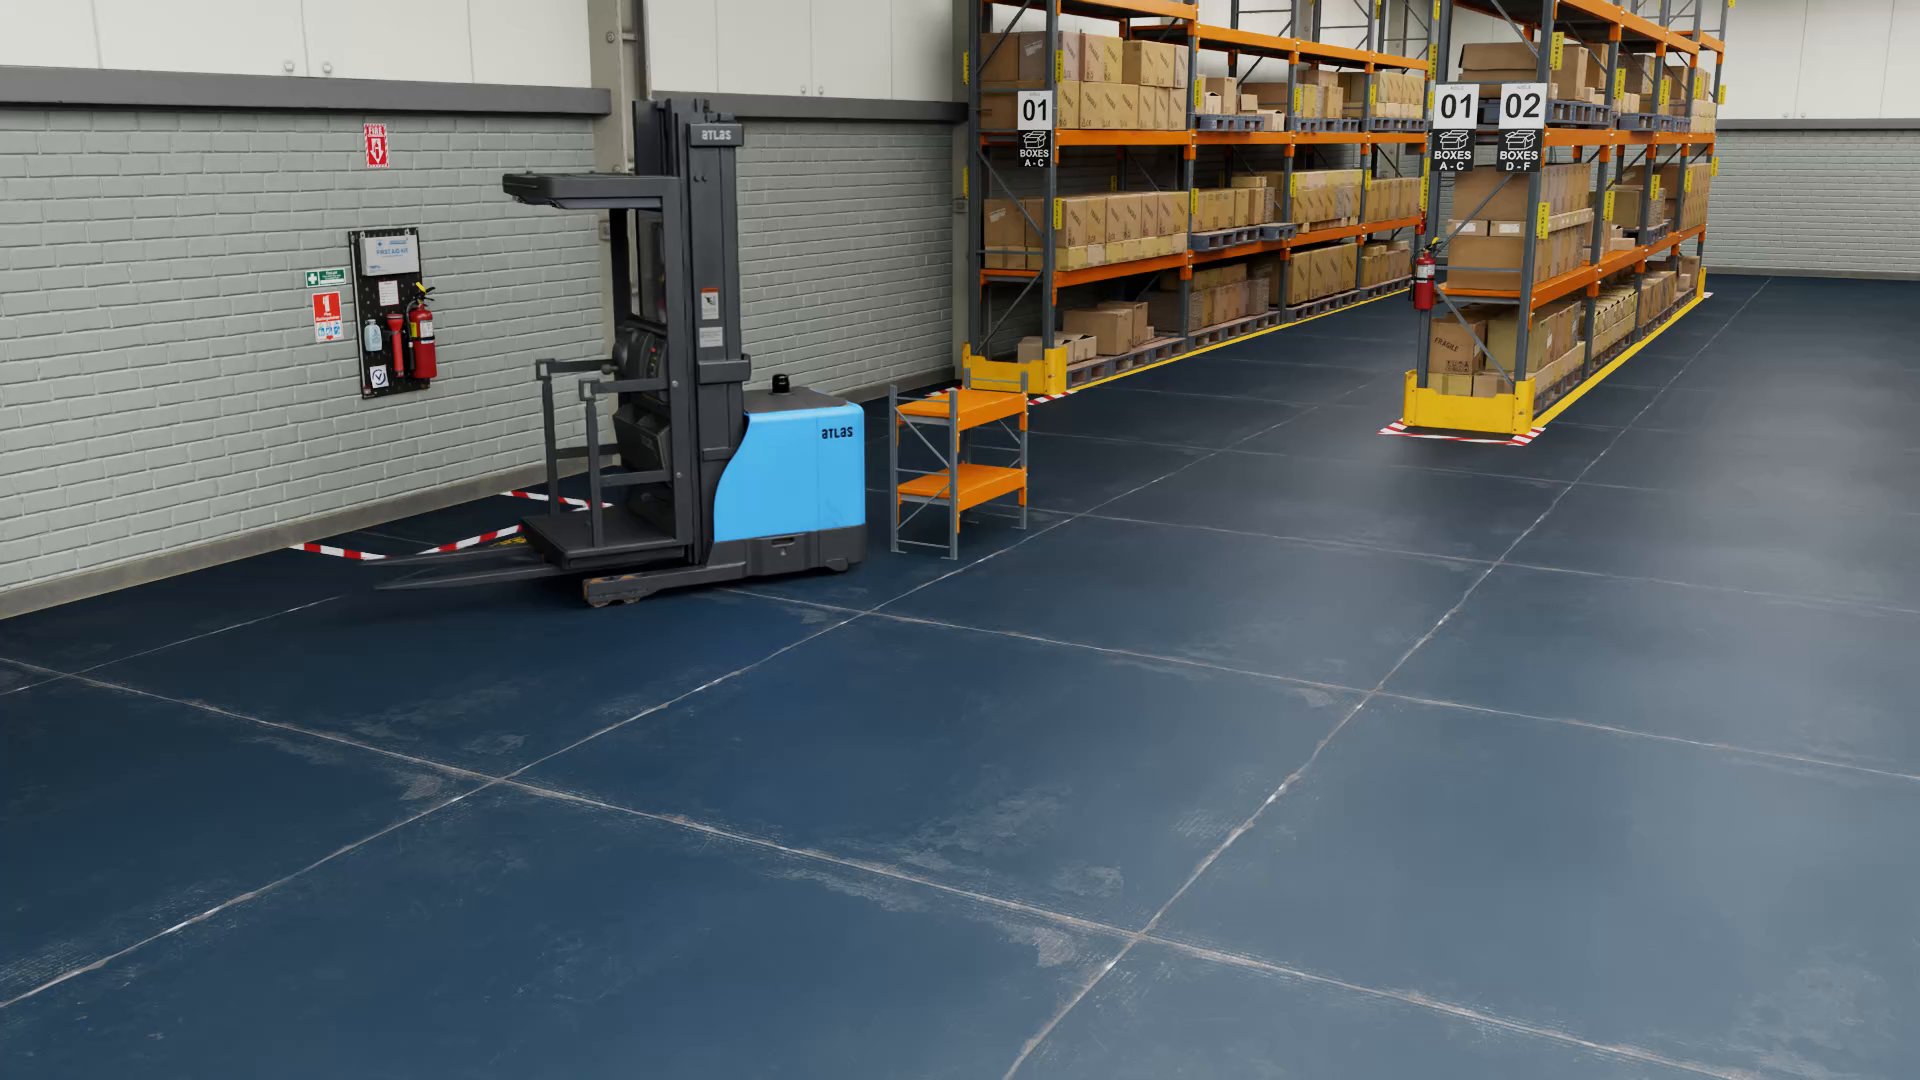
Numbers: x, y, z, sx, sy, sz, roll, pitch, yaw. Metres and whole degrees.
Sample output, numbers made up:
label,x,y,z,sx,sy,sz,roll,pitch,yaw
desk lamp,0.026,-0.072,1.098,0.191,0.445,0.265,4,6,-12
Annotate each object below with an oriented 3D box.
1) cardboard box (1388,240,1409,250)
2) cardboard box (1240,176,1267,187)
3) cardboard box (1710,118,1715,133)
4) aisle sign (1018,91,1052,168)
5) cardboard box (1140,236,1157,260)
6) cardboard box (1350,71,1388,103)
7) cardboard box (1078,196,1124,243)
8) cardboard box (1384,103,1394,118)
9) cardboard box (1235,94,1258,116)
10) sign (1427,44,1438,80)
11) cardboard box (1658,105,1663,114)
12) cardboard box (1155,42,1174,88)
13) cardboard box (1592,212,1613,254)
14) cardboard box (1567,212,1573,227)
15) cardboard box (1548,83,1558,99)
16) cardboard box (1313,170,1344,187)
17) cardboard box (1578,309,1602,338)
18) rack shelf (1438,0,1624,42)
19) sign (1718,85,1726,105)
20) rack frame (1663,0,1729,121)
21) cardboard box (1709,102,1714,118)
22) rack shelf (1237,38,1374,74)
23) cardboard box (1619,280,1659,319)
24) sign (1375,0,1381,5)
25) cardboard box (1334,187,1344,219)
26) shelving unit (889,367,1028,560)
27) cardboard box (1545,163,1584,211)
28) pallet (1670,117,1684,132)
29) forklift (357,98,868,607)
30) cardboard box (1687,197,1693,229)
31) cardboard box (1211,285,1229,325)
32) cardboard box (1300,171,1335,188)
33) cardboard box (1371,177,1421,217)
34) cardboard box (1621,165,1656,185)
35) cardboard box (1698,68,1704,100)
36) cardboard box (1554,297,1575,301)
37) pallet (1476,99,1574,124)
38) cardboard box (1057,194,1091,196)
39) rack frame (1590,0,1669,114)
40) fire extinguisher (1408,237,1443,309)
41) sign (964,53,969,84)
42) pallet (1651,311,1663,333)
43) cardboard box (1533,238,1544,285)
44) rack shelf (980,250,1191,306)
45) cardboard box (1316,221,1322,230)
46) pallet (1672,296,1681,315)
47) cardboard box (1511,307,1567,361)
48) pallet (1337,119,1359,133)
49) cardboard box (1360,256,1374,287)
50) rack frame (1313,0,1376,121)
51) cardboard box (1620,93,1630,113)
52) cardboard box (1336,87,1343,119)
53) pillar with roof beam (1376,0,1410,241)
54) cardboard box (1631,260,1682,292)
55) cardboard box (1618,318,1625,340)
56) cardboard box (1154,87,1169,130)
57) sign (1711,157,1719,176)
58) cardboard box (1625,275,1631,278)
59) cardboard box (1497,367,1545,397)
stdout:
label,x,y,z,sx,sy,sz,roll,pitch,yaw
cardboard box,8.141,-5.498,30.992,0.380,0.149,0.250,7,15,27
cardboard box,4.286,-5.258,24.407,0.380,0.149,0.250,5,15,21
cardboard box,12.615,-7.085,28.442,0.500,0.250,0.500,7,15,28
aisle sign,0.787,-4.328,17.539,0.394,0.787,0.004,7,15,28
cardboard box,2.052,-3.533,20.064,0.500,0.250,0.500,7,15,28
cardboard box,6.950,-7.692,28.250,0.500,0.500,0.500,7,15,28
cardboard box,1.556,-3.684,19.091,0.500,0.500,0.500,7,15,26
cardboard box,7.184,-7.428,28.754,0.500,0.250,0.500,7,15,27
cardboard box,3.719,-6.017,23.428,0.797,0.503,0.637,10,17,36
sign,4.429,-4.467,15.541,0.100,0.325,0.005,7,15,28
cardboard box,9.193,-5.899,22.987,0.910,0.500,0.500,7,15,28
cardboard box,2.231,-5.688,19.939,0.500,0.500,0.500,8,16,31
cardboard box,7.968,-3.896,21.081,0.500,0.500,0.500,6,15,25
cardboard box,6.272,-3.397,17.625,0.380,0.149,0.250,8,16,30
cardboard box,5.621,-4.382,16.251,0.380,0.149,0.250,7,15,28
cardboard box,5.856,-5.809,26.738,0.500,0.250,0.500,8,16,29
cardboard box,7.249,-2.570,19.567,0.500,0.311,0.500,7,15,28
rack shelf,5.864,-5.335,16.851,1.077,0.370,4.000,7,15,28
sign,13.108,-7.657,28.604,0.100,0.325,0.005,7,15,28
rack frame,12.632,-8.751,28.634,1.000,3.000,0.127,7,15,28
cardboard box,12.366,-7.226,27.961,0.500,0.250,0.500,7,15,28
rack shelf,5.393,-7.537,25.984,1.077,0.370,4.000,7,15,28
cardboard box,9.730,-3.464,23.896,0.500,0.500,0.500,7,15,27
sign,6.841,-8.925,27.191,0.100,0.325,0.005,7,15,28
cardboard box,5.870,-5.447,26.835,0.500,0.500,0.500,7,15,28
shelving unit,0.003,-0.548,11.407,0.538,1.125,1.048,7,15,28
cardboard box,6.379,-3.857,18.150,0.700,0.500,0.500,7,15,28
pallet,9.823,-6.042,24.197,1.213,0.211,1.003,7,15,28
forklift,-2.138,-1.167,10.119,3.031,2.935,1.130,-7,15,-27
cardboard box,11.428,-5.242,26.664,0.500,0.500,0.500,8,16,29
cardboard box,3.322,-3.297,23.204,0.700,0.500,0.500,8,15,29
cardboard box,5.610,-5.704,26.304,0.500,0.250,0.500,7,15,27
cardboard box,8.056,-6.436,31.188,0.980,0.700,0.700,8,16,31
cardboard box,10.716,-5.682,26.356,0.500,0.500,0.500,7,15,28
cardboard box,11.502,-7.301,26.671,0.700,0.500,0.500,7,15,28
cardboard box,7.511,-2.941,21.107,0.500,0.311,0.500,7,15,27
pallet,5.262,-4.110,15.969,1.003,0.211,1.213,7,15,28
cardboard box,1.343,-3.847,19.768,0.500,0.500,0.500,8,16,29
rack frame,8.765,-7.110,21.826,1.000,3.000,0.127,7,15,28
fire extinguisher,4.434,-2.543,15.847,0.296,0.674,0.183,7,15,28
sign,0.083,-5.069,17.868,0.100,0.325,0.005,7,15,28
pallet,9.750,-3.236,24.507,1.003,0.211,1.213,7,15,28
cardboard box,5.384,-2.804,16.549,0.700,0.500,0.500,8,16,29
rack shelf,1.526,-3.173,19.832,1.077,0.370,4.000,7,15,28
cardboard box,5.521,-4.999,26.362,0.380,0.149,0.250,7,15,28
pallet,11.031,-3.799,26.844,1.003,0.211,1.213,7,15,28
cardboard box,6.079,-2.177,17.533,0.500,0.500,0.500,7,15,28
pallet,5.960,-6.746,27.125,0.805,0.209,1.217,7,15,26
cardboard box,6.812,-4.706,29.090,0.700,0.500,0.500,8,16,29
rack frame,6.360,-8.491,27.554,1.000,3.000,0.127,7,15,28
cardboard box,8.071,-5.458,20.797,0.500,0.250,0.500,7,15,27
cardboard box,5.839,-7.127,27.145,0.700,0.500,0.500,6,15,25
pillar with roof beam,12.611,-9.476,31.640,9.100,9.000,0.400,7,15,28
cardboard box,11.602,-4.401,27.775,0.797,0.503,0.637,7,15,28
cardboard box,8.232,-2.717,21.373,0.500,0.250,0.500,8,16,29
cardboard box,2.210,-5.216,20.114,0.500,0.500,0.500,6,15,23
sign,13.108,-6.485,28.886,0.100,0.325,0.005,7,15,28
cardboard box,9.755,-3.729,24.996,0.500,0.500,0.500,8,15,29
cardboard box,5.590,-1.608,16.773,0.500,0.250,0.500,7,15,28
